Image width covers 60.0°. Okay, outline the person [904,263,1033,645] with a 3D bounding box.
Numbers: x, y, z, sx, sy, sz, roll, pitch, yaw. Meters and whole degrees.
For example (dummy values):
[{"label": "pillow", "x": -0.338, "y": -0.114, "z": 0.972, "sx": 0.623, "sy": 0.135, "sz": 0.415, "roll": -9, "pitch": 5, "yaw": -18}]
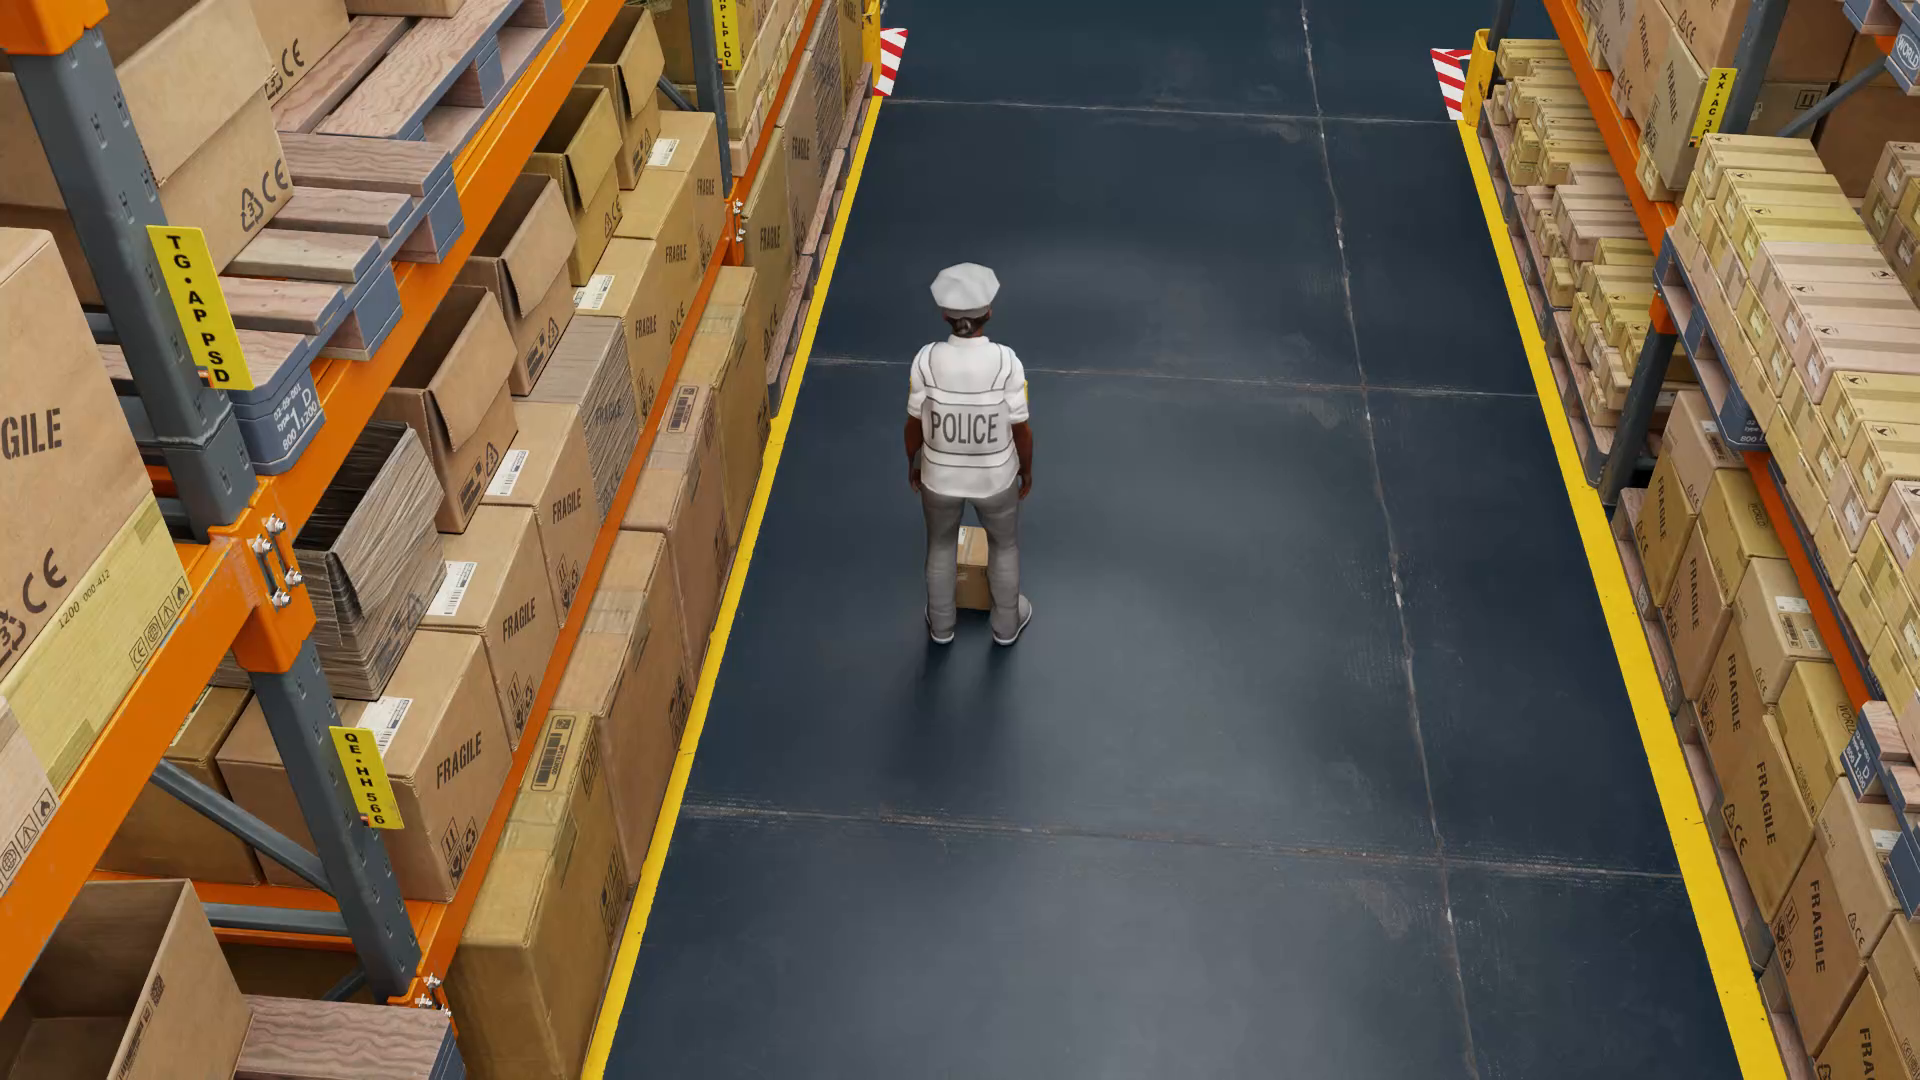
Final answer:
[{"label": "person", "x": 0.042, "y": -0.264, "z": 6.471, "sx": 0.506, "sy": 1.655, "sz": 0.392, "roll": 3, "pitch": 40, "yaw": 4}]
